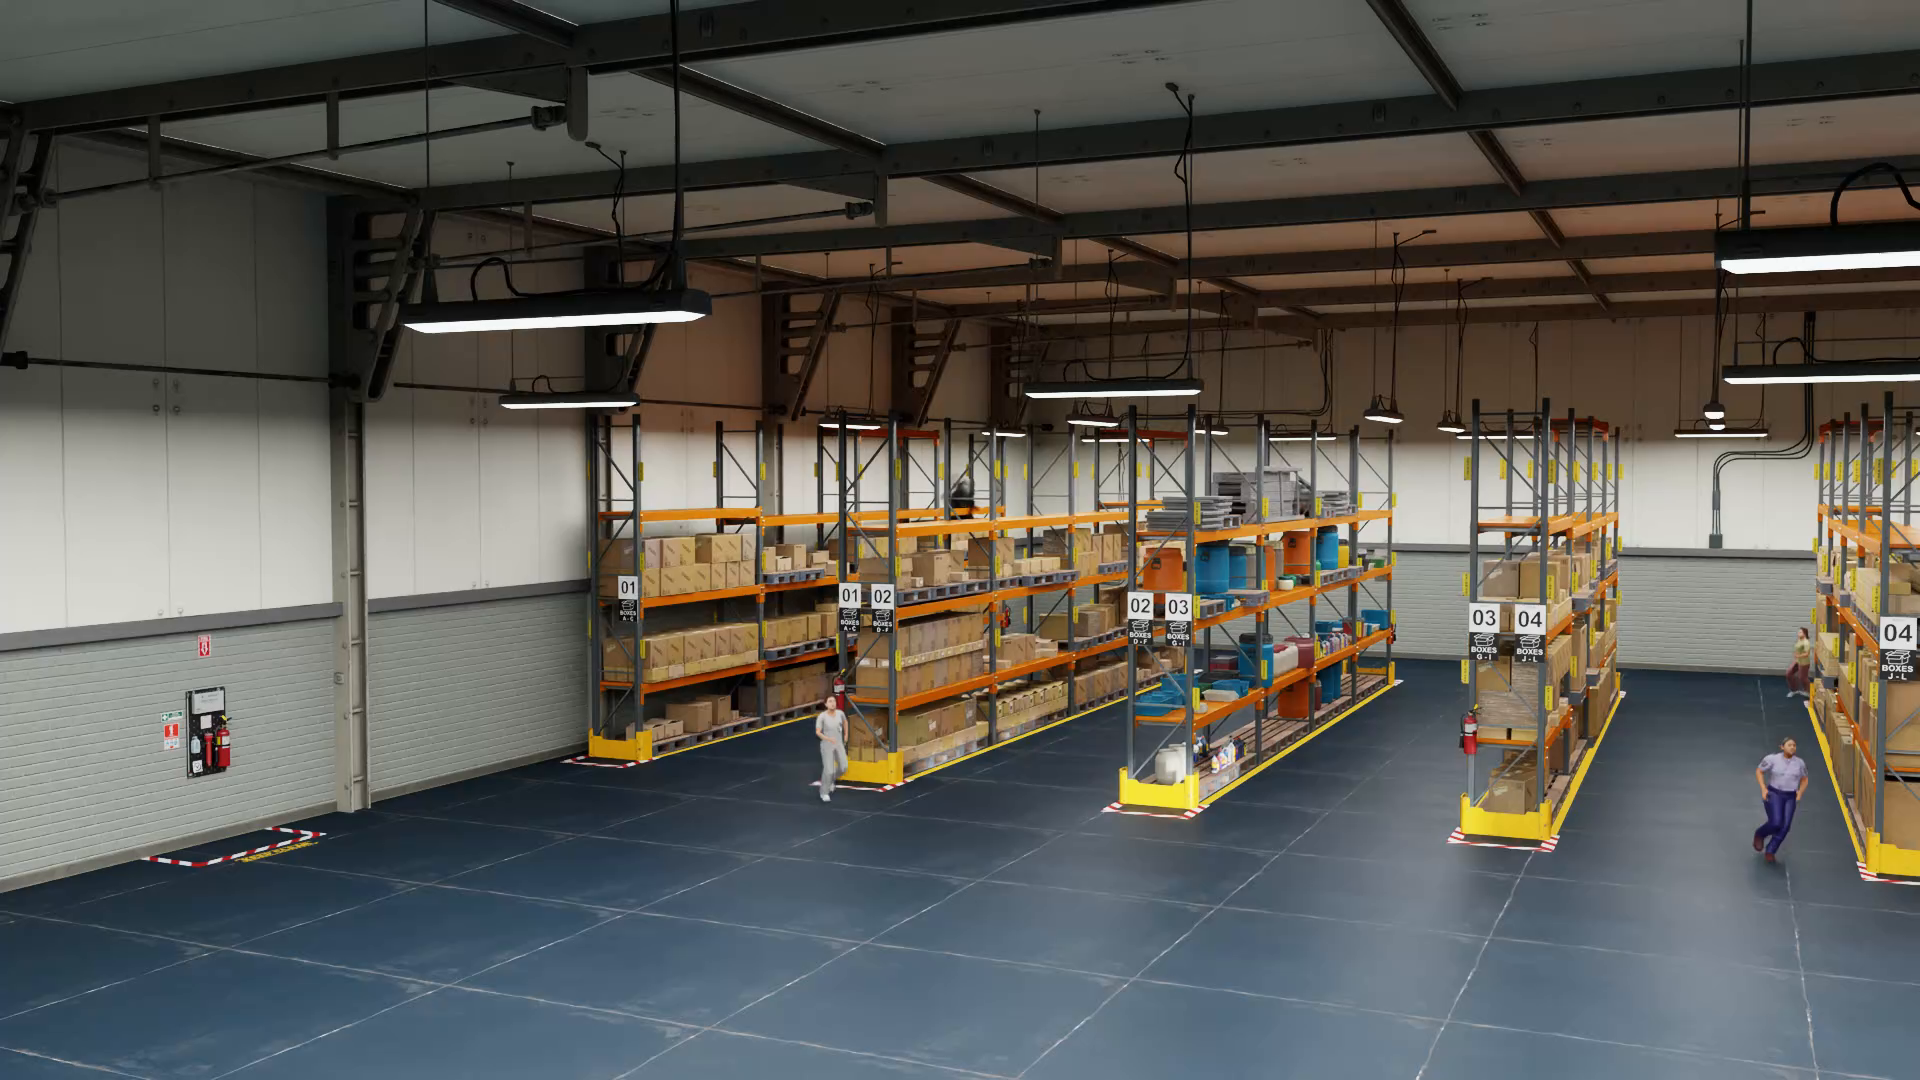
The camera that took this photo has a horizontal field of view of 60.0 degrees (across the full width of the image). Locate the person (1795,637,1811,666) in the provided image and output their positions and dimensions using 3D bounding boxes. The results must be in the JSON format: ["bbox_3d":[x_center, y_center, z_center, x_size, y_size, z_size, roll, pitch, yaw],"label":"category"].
[{"bbox_3d":[18.503,2.438,36.461,0.345,0.617,0.538,0,2,9],"label":"person"}]

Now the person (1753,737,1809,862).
[{"bbox_3d":[10.609,3.345,21.413,0.613,1.617,0.527,0,2,4],"label":"person"}]

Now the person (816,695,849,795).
[{"bbox_3d":[-1.916,3.122,25.241,0.596,1.566,0.650,-1,3,-28],"label":"person"}]
